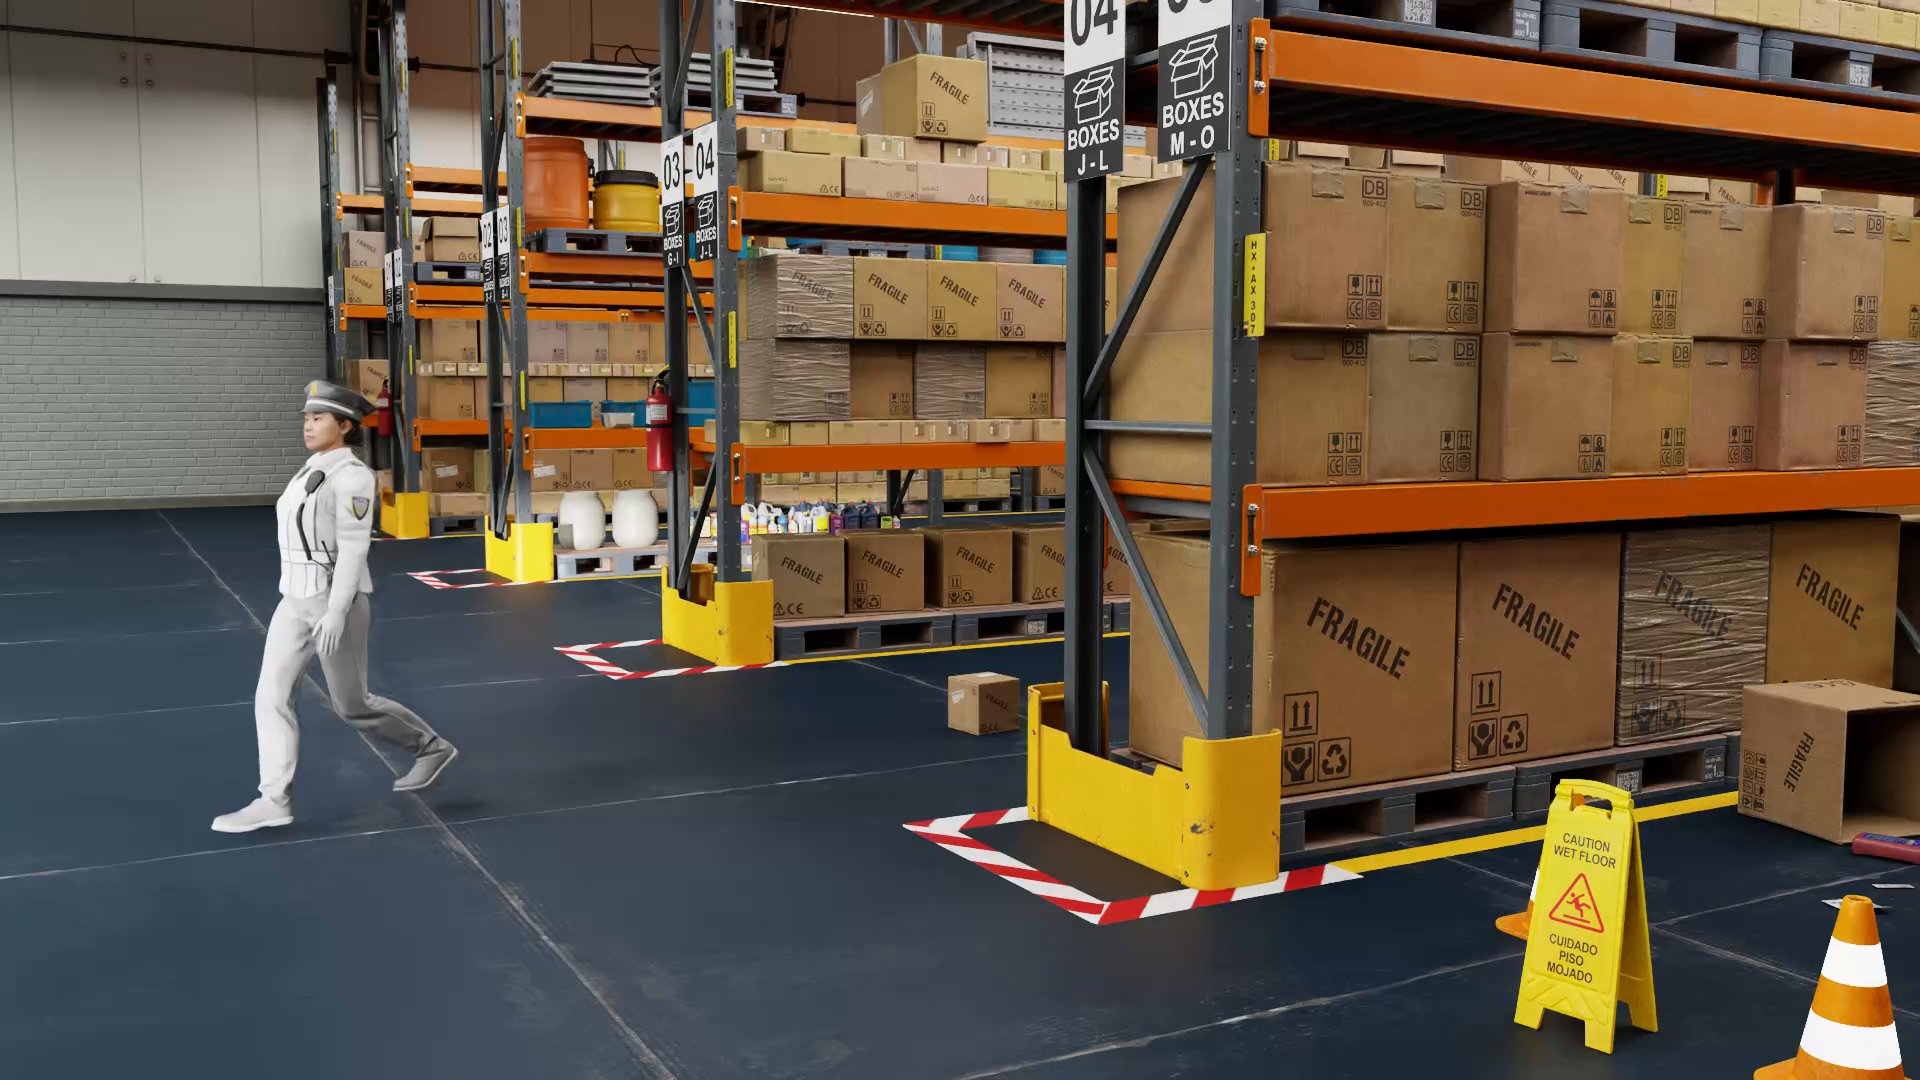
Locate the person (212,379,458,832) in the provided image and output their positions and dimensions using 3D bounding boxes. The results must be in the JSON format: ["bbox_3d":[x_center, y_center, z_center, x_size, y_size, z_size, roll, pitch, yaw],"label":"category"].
[{"bbox_3d":[-2.347,0.228,6.236,0.495,1.652,0.888,5,7,44],"label":"person"}]
